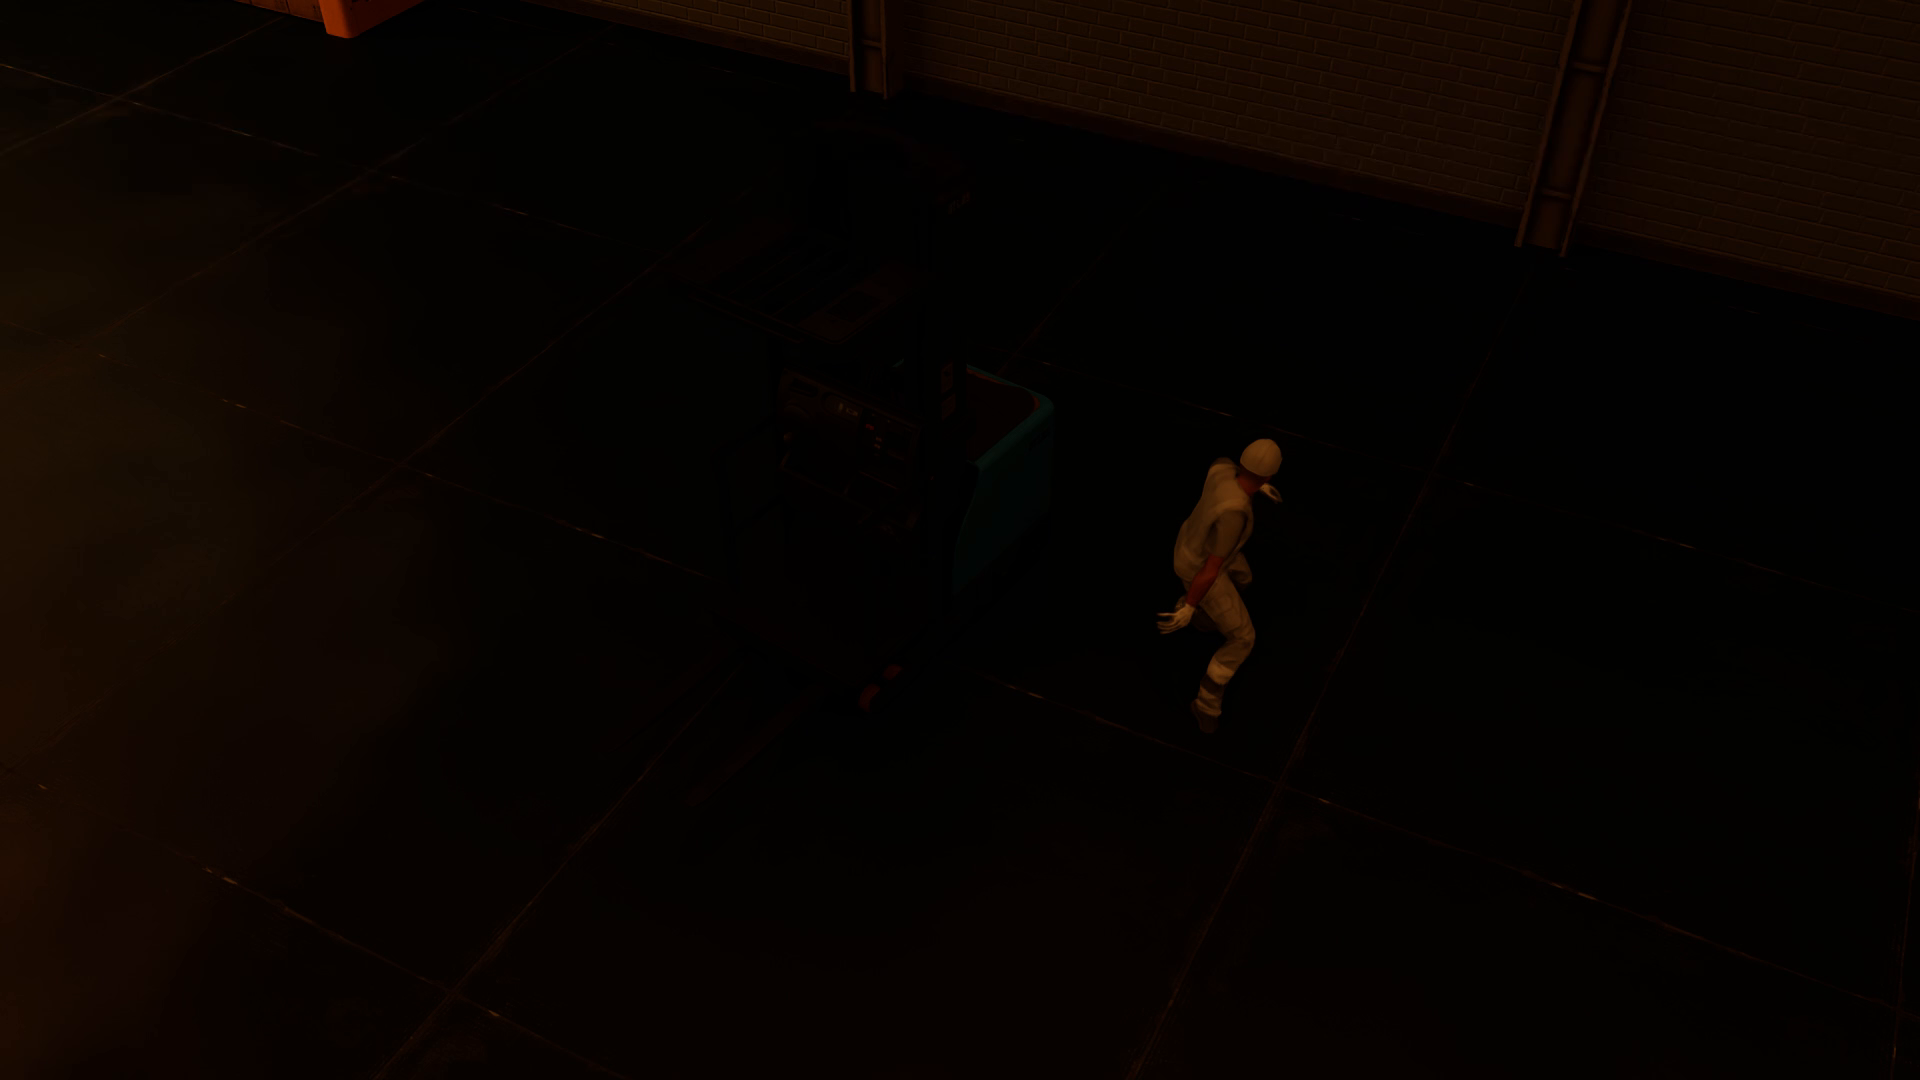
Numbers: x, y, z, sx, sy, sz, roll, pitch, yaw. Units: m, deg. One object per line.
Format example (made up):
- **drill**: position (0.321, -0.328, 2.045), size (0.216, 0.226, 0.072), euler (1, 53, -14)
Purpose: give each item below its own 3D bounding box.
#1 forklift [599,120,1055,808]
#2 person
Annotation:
- **forklift**: position (-0.714, -0.525, 8.610), size (1.130, 2.935, 3.031), euler (25, 46, 27)
- **person**: position (1.383, 0.189, 8.870), size (0.587, 1.719, 1.086), euler (7, 41, 9)
